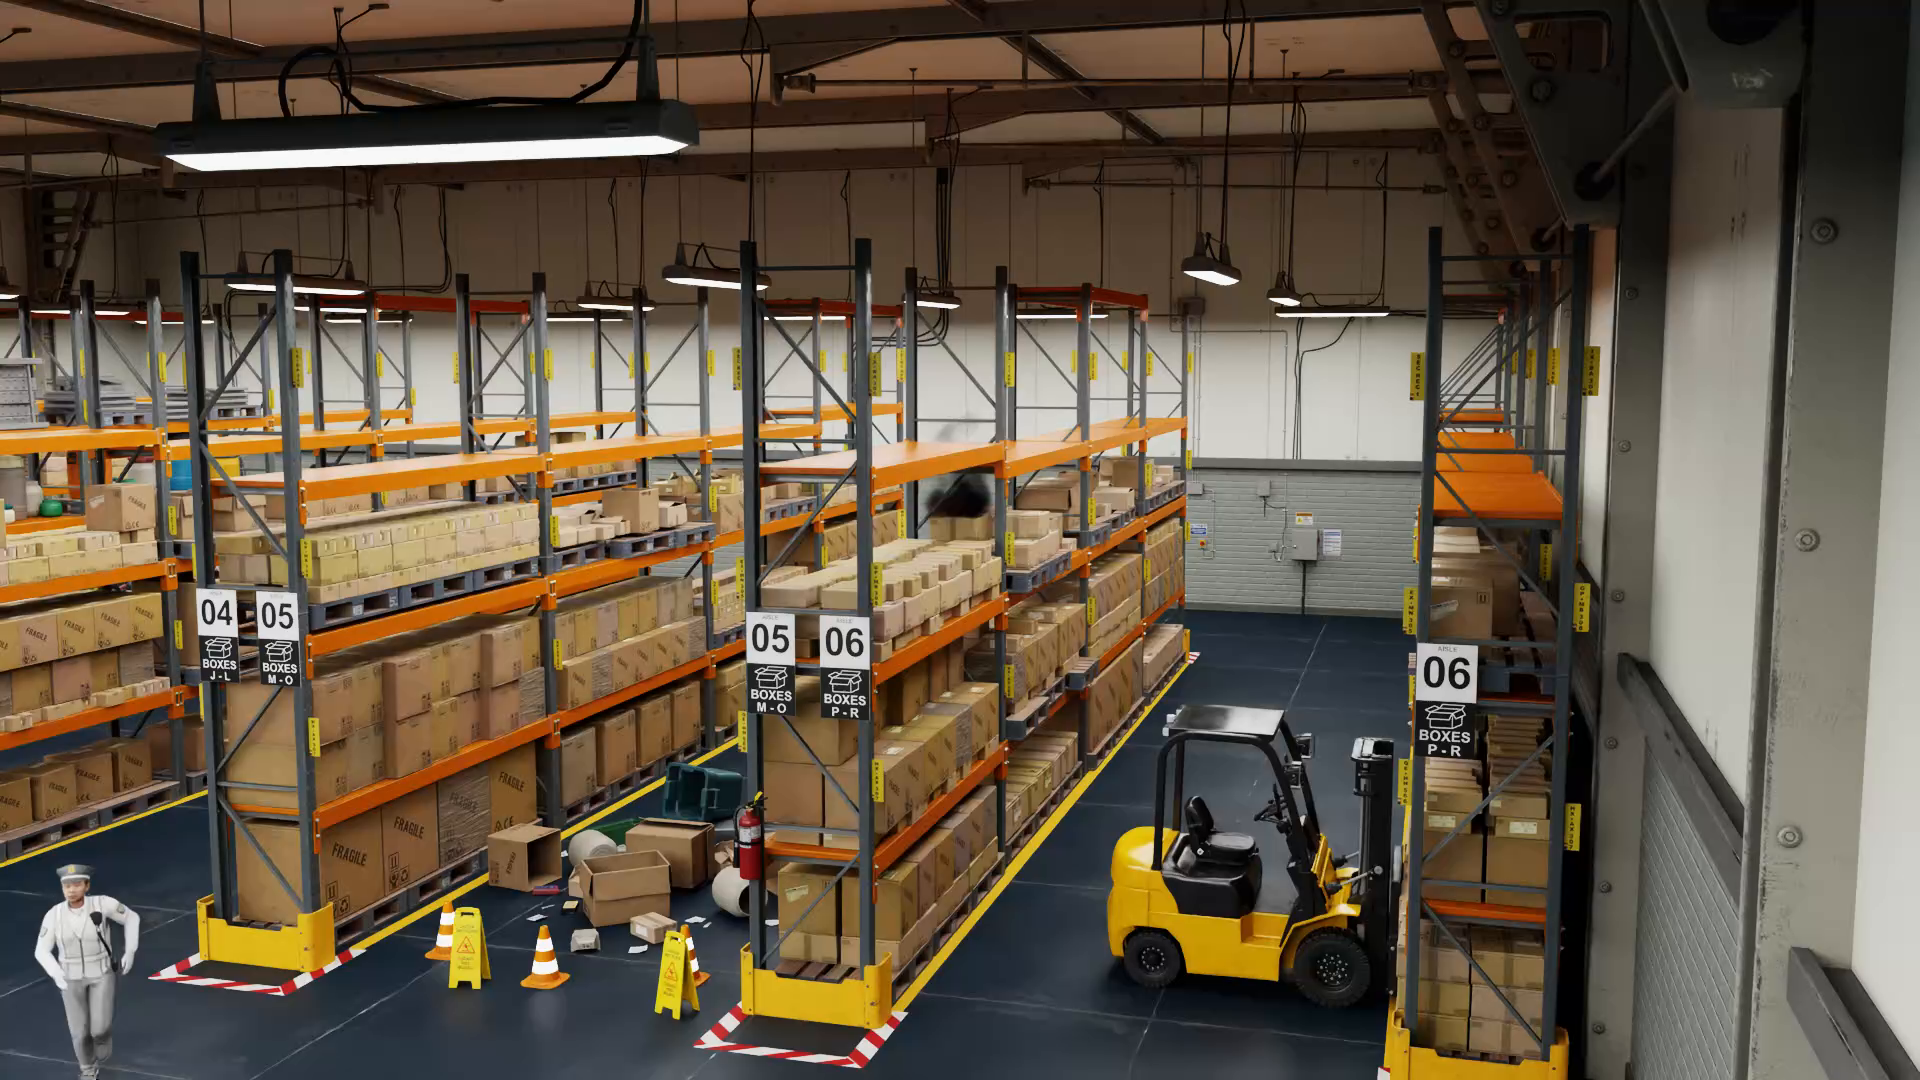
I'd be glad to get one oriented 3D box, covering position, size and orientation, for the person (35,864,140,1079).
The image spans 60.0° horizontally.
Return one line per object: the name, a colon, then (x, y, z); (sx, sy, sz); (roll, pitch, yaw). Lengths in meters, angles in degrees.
person: (-6.098, 3.056, 11.632); (0.641, 1.657, 0.604); (-2, 7, -20)
